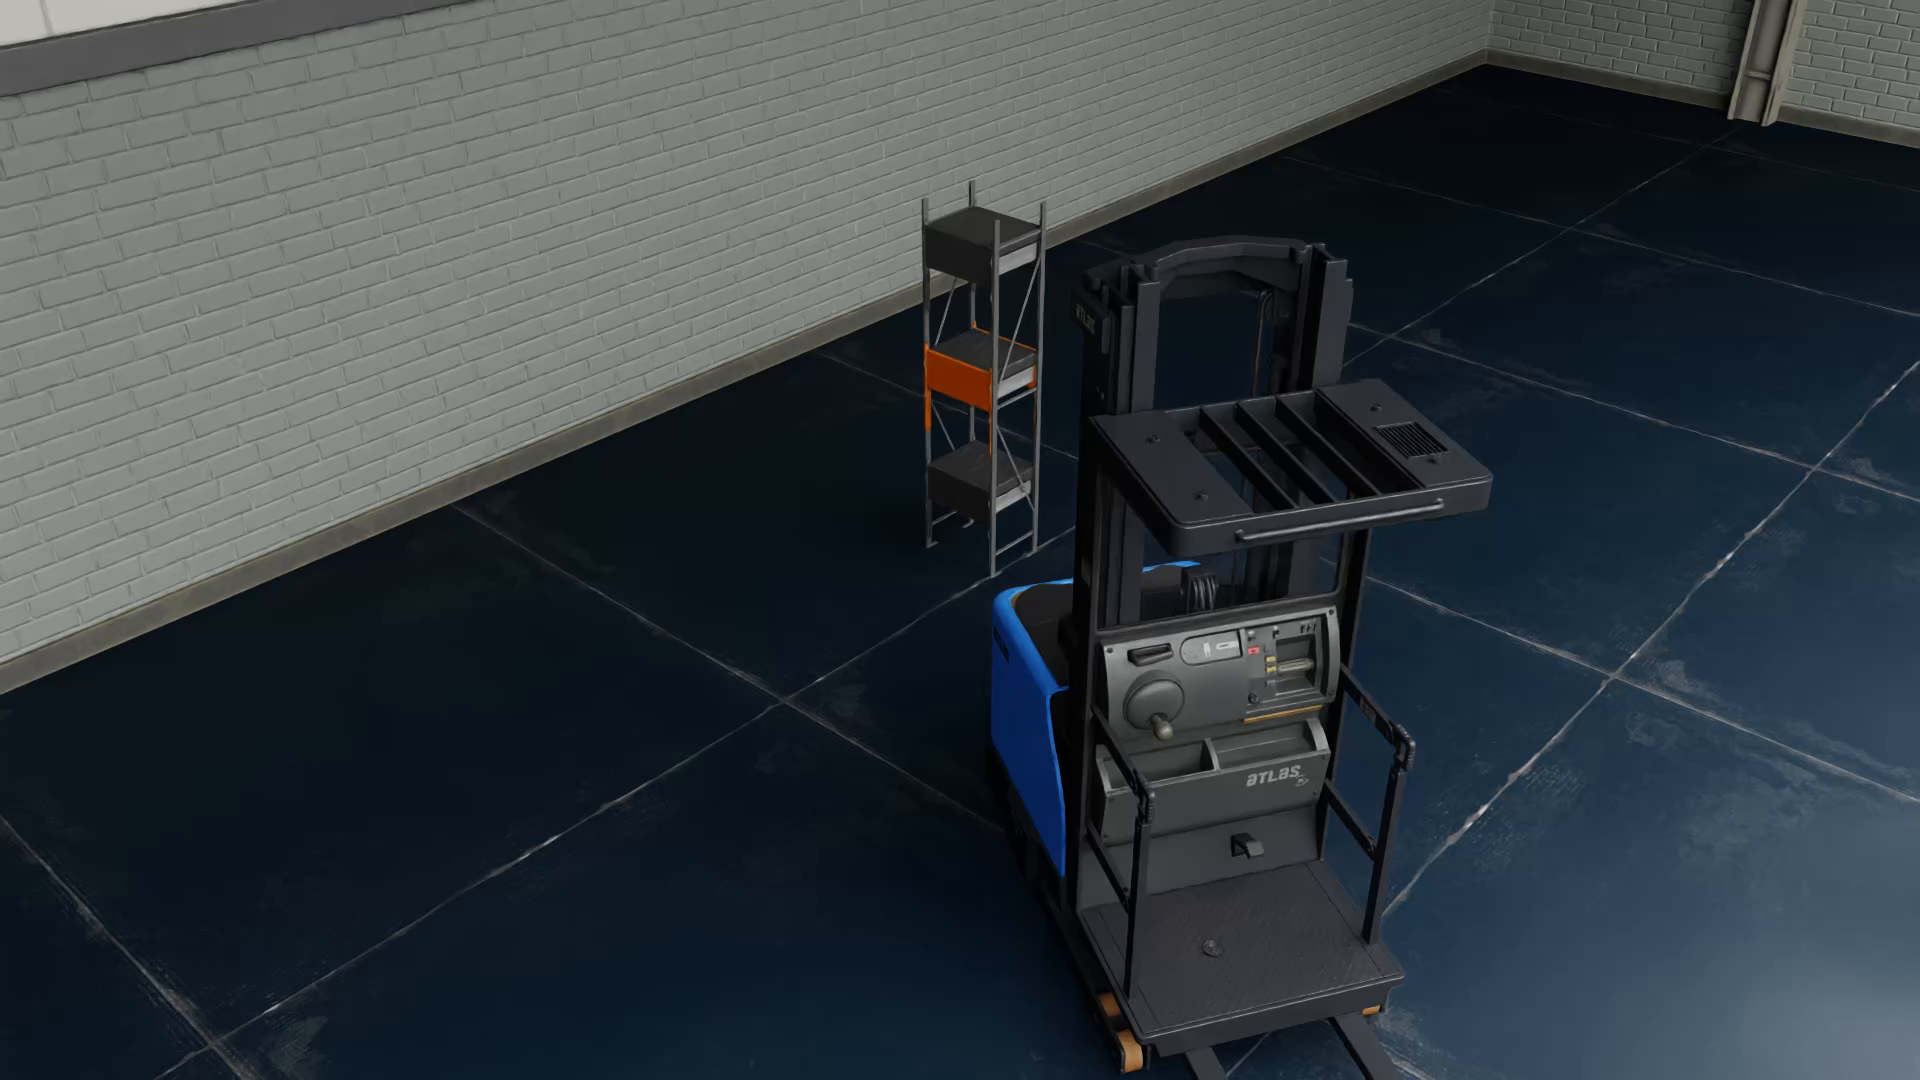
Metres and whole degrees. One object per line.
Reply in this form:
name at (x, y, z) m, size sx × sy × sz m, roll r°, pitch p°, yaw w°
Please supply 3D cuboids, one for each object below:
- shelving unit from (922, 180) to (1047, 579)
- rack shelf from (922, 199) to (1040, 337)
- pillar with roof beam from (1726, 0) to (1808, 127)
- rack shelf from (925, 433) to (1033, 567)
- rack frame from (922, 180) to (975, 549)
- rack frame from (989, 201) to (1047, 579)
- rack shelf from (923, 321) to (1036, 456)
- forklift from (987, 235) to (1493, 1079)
shelving unit at (0.123, -0.842, 9.058) m, size 0.503 × 2.100 × 0.431 m, roll 25°, pitch 39°, yaw 35°
rack shelf at (0.123, -1.430, 8.704) m, size 0.480 × 0.518 × 0.431 m, roll 25°, pitch 39°, yaw 35°
pillar with roof beam at (5.073, -6.441, 11.669) m, size 0.400 × 9.000 × 9.100 m, roll 25°, pitch 39°, yaw 35°
rack shelf at (0.123, -0.231, 9.426) m, size 0.480 × 0.518 × 0.431 m, roll 25°, pitch 39°, yaw 35°
rack frame at (-0.058, -0.927, 9.198) m, size 0.015 × 2.100 × 0.400 m, roll 25°, pitch 39°, yaw 35°
rack frame at (0.304, -0.758, 8.917) m, size 0.015 × 2.100 × 0.400 m, roll 25°, pitch 39°, yaw 35°
rack shelf at (0.123, -0.831, 9.065) m, size 0.480 × 0.518 × 0.431 m, roll 25°, pitch 39°, yaw 35°
forklift at (1.032, 0.540, 5.956) m, size 1.130 × 2.935 × 3.031 m, roll -9°, pitch 32°, yaw -14°
